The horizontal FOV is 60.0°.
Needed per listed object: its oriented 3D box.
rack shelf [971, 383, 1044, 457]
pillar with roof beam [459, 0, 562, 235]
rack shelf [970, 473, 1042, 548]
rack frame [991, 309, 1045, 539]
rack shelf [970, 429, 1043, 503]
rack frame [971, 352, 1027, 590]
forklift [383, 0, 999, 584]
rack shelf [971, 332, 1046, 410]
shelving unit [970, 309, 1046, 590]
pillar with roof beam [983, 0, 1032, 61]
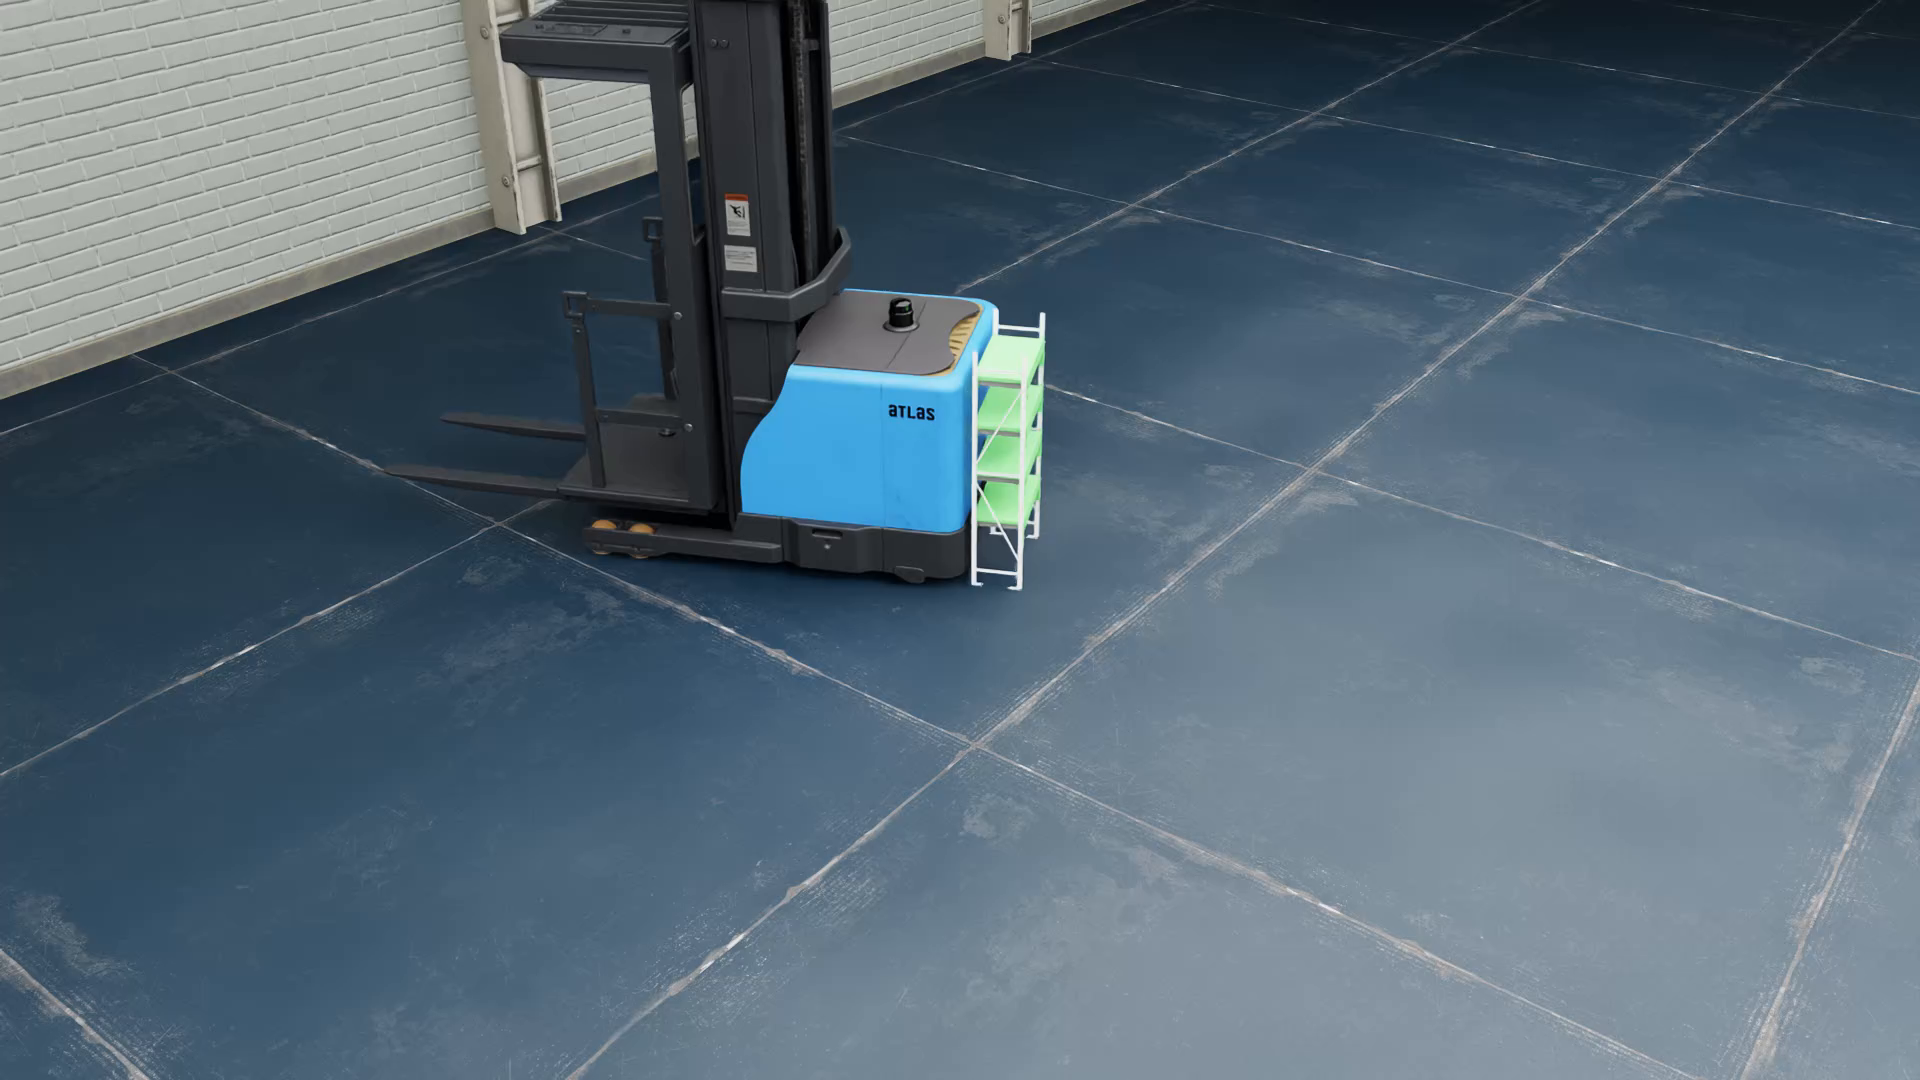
[{"bbox_3d":[0.223,-0.568,7.685,0.258,0.148,0.480,6,31,10],"label":"rack shelf"},{"bbox_3d":[0.271,-4.867,7.636,9.100,9.000,0.400,21,37,31],"label":"pillar with roof beam"},{"bbox_3d":[0.222,-0.155,7.930,0.258,0.148,0.480,6,31,10],"label":"rack shelf"},{"bbox_3d":[0.272,-0.538,7.981,0.240,1.200,0.015,6,31,10],"label":"rack frame"},{"bbox_3d":[0.223,-0.361,7.808,0.258,0.148,0.480,6,31,10],"label":"rack shelf"},{"bbox_3d":[0.173,-0.294,7.569,0.240,1.200,0.015,6,31,10],"label":"rack frame"},{"bbox_3d":[-1.368,-1.426,7.781,3.031,2.935,1.130,6,31,10],"label":"forklift"},{"bbox_3d":[0.223,-0.774,7.563,0.258,0.148,0.480,6,31,10],"label":"rack shelf"},{"bbox_3d":[0.223,-0.416,7.775,0.258,1.200,0.503,6,31,10],"label":"shelving unit"},{"bbox_3d":[3.893,-7.306,11.751,9.100,9.000,0.400,21,37,31],"label":"pillar with roof beam"}]
